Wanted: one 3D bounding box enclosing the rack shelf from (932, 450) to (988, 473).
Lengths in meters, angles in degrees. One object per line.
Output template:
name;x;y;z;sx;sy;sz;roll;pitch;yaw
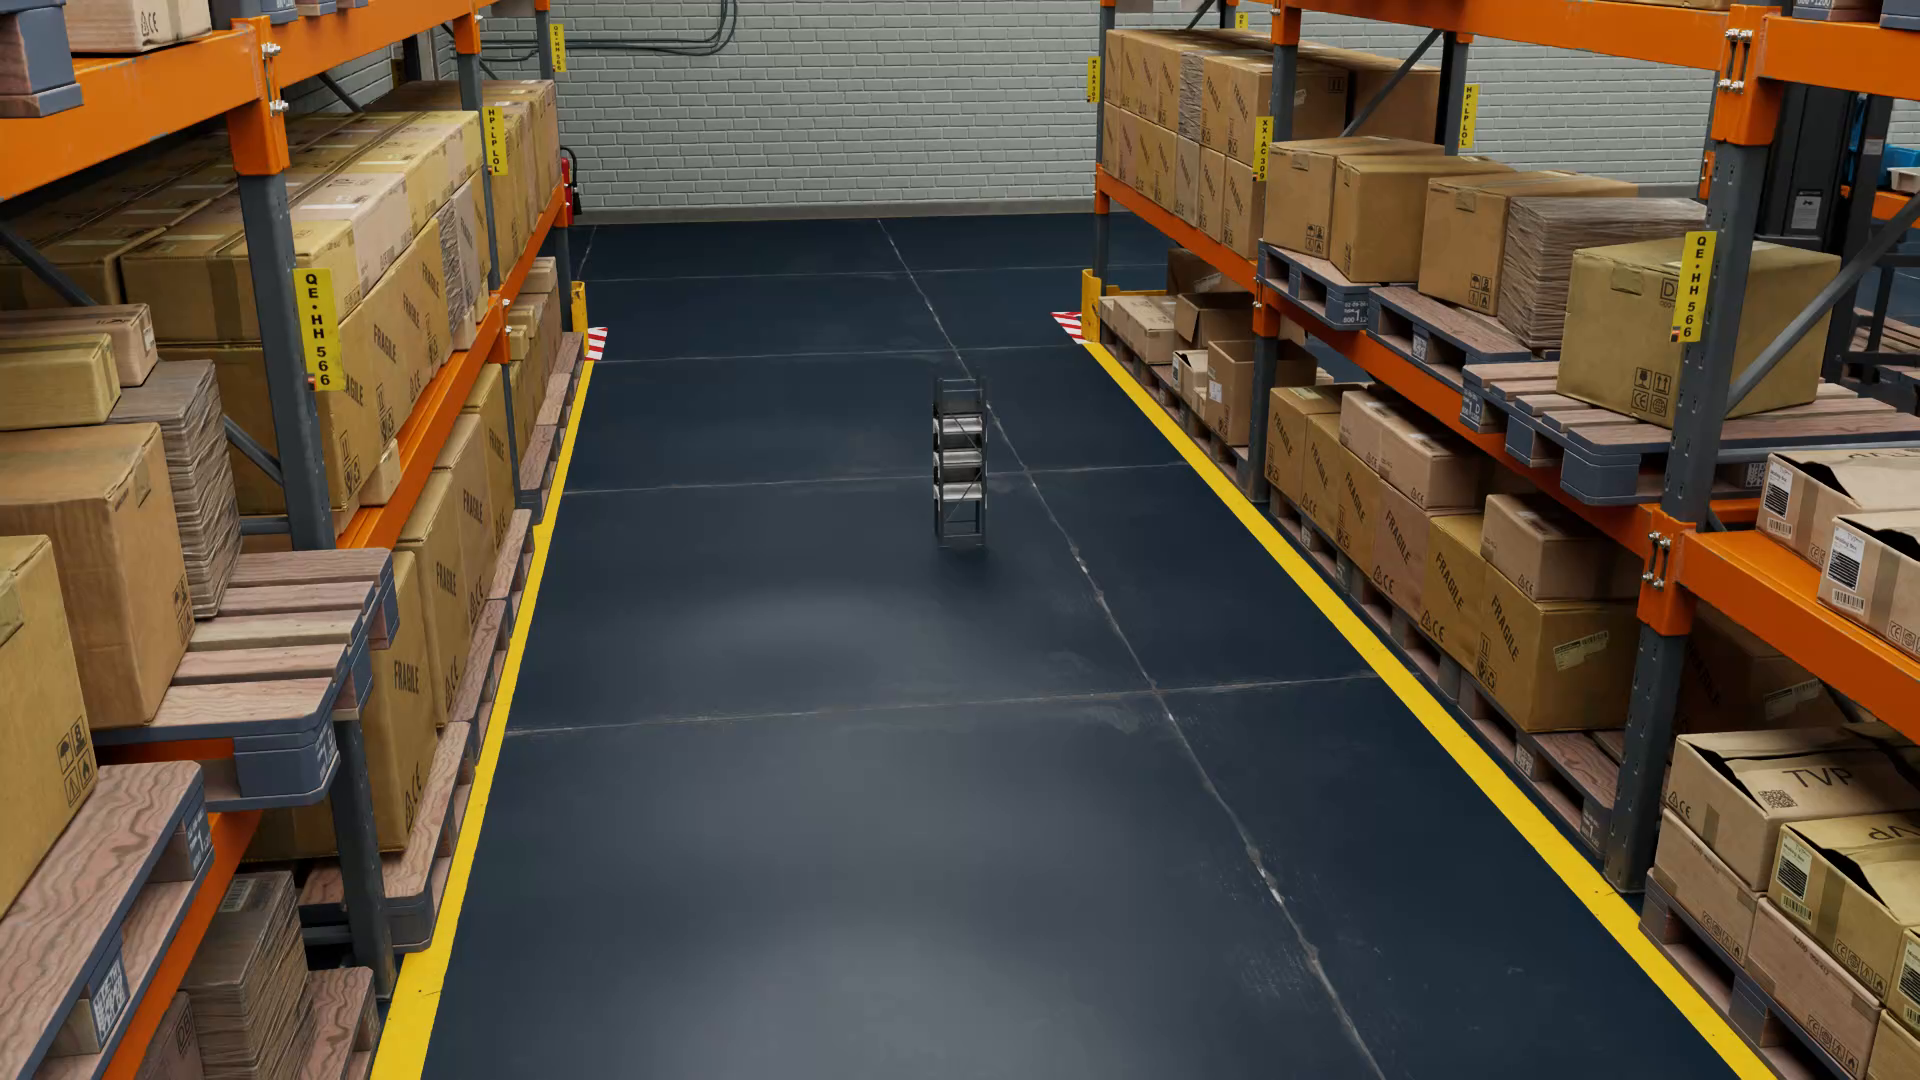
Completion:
rack shelf;-0.001;-0.393;8.578;0.258;0.077;0.200;-3;21;-8

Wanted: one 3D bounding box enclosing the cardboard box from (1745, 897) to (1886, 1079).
cardboard box;2.543;1.197;4.554;0.500;0.250;0.500;-3;21;-9

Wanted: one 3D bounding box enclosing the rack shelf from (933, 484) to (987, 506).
rack shelf;-0.001;-0.225;8.641;0.258;0.077;0.200;-3;21;-8

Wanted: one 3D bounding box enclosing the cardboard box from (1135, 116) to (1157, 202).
cardboard box;1.484;-2.562;11.146;0.500;0.500;0.500;-3;21;-8

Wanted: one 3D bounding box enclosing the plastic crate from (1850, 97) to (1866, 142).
plastic crate;6.667;-3.221;12.917;0.616;0.435;0.499;-3;21;-8

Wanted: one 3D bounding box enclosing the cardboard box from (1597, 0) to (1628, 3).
cardboard box;2.515;-2.043;5.468;0.910;0.500;0.500;-3;21;-8

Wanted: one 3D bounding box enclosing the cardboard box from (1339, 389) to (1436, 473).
cardboard box;2.081;-0.510;7.667;0.500;0.250;0.500;-3;21;-8

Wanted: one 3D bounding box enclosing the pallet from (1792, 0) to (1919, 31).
pallet;2.871;-1.351;4.029;1.213;0.211;1.003;-2;21;-5

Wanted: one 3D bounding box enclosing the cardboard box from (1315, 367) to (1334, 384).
cardboard box;2.127;-0.984;10.483;0.380;0.166;0.250;-3;21;-8

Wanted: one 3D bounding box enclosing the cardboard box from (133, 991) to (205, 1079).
cardboard box;-2.102;1.382;3.672;0.700;0.500;0.500;-3;21;-8

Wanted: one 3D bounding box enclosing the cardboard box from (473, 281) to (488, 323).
cardboard box;-2.405;-1.101;7.708;0.380;0.149;0.250;-3;21;-7

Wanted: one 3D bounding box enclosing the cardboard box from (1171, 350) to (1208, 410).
cardboard box;1.637;-1.039;10.424;0.500;0.311;0.500;-3;21;-8

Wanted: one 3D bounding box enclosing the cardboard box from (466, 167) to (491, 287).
cardboard box;-2.477;-1.447;7.706;0.500;0.500;0.500;-3;21;-9

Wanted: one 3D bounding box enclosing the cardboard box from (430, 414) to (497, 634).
cardboard box;-2.440;-0.062;7.067;0.750;0.750;0.750;-2;21;-6

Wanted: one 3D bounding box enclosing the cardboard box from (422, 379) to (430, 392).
cardboard box;-2.298;-0.653;6.507;0.380;0.149;0.250;-2;21;-6

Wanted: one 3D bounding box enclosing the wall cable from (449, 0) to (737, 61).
wall cable;-3.832;-6.115;16.666;3.097;2.526;0.112;-3;21;-8

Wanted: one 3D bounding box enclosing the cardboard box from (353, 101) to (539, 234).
cardboard box;-3.070;-2.232;9.977;0.980;0.700;0.700;-4;21;-10

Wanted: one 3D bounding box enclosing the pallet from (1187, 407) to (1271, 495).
pallet;2.010;-0.581;9.971;1.003;0.211;1.213;-3;21;-8

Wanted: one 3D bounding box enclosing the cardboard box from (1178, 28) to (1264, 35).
cardboard box;1.868;-3.410;11.986;0.500;0.500;0.500;-3;21;-8

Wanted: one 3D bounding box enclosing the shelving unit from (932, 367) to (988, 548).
shelving unit;-0.001;-0.424;8.566;0.258;0.900;0.210;-3;21;-8

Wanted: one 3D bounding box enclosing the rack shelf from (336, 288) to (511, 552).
rack shelf;-2.505;-0.369;6.445;1.077;0.370;4.000;-3;21;-8

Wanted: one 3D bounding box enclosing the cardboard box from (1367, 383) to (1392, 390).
cardboard box;2.463;-0.528;8.787;0.500;0.500;0.500;-3;21;-8

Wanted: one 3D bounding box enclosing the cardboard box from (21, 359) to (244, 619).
cardboard box;-2.139;-0.104;3.937;0.700;0.500;0.500;-5;21;-14

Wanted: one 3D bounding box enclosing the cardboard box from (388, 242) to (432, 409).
cardboard box;-2.170;-0.744;5.824;0.500;0.500;0.500;-3;21;-8

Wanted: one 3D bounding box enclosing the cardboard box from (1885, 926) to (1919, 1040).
cardboard box;2.625;1.118;3.963;0.500;0.311;0.500;-3;21;-9

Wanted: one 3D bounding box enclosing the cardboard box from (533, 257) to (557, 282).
cardboard box;-2.971;-1.840;11.402;0.380;0.149;0.250;-3;21;-8

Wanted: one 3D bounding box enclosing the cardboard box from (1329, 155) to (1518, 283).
cardboard box;2.117;-1.483;7.657;0.700;0.500;0.500;0;20;1

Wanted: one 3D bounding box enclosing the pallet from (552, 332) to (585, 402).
pallet;-3.177;-1.204;11.639;1.003;0.211;1.213;-3;21;-8

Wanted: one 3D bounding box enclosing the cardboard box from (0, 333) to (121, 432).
cardboard box;-2.076;-0.342;3.645;0.380;0.149;0.250;-6;21;-17

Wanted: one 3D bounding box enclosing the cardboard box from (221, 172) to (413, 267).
cardboard box;-2.181;-1.090;5.678;0.500;0.250;0.500;-3;21;-7

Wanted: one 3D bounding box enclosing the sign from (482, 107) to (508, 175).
sign;-2.258;-1.935;8.067;0.100;0.325;0.005;-3;21;-8

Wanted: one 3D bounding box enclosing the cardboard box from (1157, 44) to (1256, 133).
cardboard box;1.559;-2.853;10.496;0.500;0.500;0.500;-3;21;-8

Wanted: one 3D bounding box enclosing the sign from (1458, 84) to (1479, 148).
sign;2.657;-2.221;8.722;0.100;0.325;0.005;-3;21;-8

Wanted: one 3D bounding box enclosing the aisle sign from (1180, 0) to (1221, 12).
aisle sign;1.825;-4.291;12.204;0.394;0.787;0.004;-3;21;-8

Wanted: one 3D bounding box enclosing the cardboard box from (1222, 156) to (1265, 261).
cardboard box;1.782;-1.857;9.257;0.500;0.500;0.500;-3;21;-7

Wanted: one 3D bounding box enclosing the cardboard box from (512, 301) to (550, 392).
cardboard box;-3.025;-1.225;10.680;0.700;0.500;0.500;-4;21;-10

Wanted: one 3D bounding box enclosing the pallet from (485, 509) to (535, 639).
pallet;-2.607;0.171;7.956;1.003;0.211;1.213;-3;21;-8

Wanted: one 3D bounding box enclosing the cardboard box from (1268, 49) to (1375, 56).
cardboard box;2.170;-2.699;10.083;0.500;0.500;0.500;-4;21;-9

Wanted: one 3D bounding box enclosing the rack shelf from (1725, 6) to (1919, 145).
rack shelf;2.973;-0.640;2.885;1.077;0.370;4.000;-3;21;-8

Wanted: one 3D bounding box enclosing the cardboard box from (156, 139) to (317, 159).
cardboard box;-2.826;-1.419;6.559;0.500;0.250;0.500;-4;21;-10

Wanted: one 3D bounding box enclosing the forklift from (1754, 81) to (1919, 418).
forklift;5.235;-1.849;9.478;3.031;2.935;1.130;4;21;11

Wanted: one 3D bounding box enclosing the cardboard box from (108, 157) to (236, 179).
cardboard box;-2.755;-1.238;6.075;0.500;0.250;0.500;-3;21;-9

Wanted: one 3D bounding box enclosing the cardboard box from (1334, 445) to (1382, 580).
cardboard box;2.089;-0.147;7.768;0.500;0.500;0.500;-3;21;-7

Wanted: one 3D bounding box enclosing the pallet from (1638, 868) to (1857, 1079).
pallet;2.765;1.329;4.857;1.003;0.211;1.213;-3;21;-8

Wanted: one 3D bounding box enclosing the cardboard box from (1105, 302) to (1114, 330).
cardboard box;1.288;-1.665;12.306;0.380;0.166;0.250;-3;21;-8

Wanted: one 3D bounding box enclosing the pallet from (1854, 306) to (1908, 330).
pallet;6.514;-1.689;12.937;1.003;0.211;1.213;-3;21;-8

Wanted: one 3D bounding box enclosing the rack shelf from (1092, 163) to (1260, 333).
rack shelf;1.820;-2.005;10.826;1.077;0.370;4.000;-3;21;-8

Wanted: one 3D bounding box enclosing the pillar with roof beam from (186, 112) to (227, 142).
pillar with roof beam;0.510;-4.625;8.237;9.100;9.000;0.400;-3;21;-8

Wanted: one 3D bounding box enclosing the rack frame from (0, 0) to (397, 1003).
rack frame;-2.217;-0.014;4.465;1.000;3.000;0.127;-3;21;-8

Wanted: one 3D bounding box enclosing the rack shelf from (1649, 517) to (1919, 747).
rack shelf;2.973;0.765;3.410;1.077;0.370;4.000;-3;21;-8
